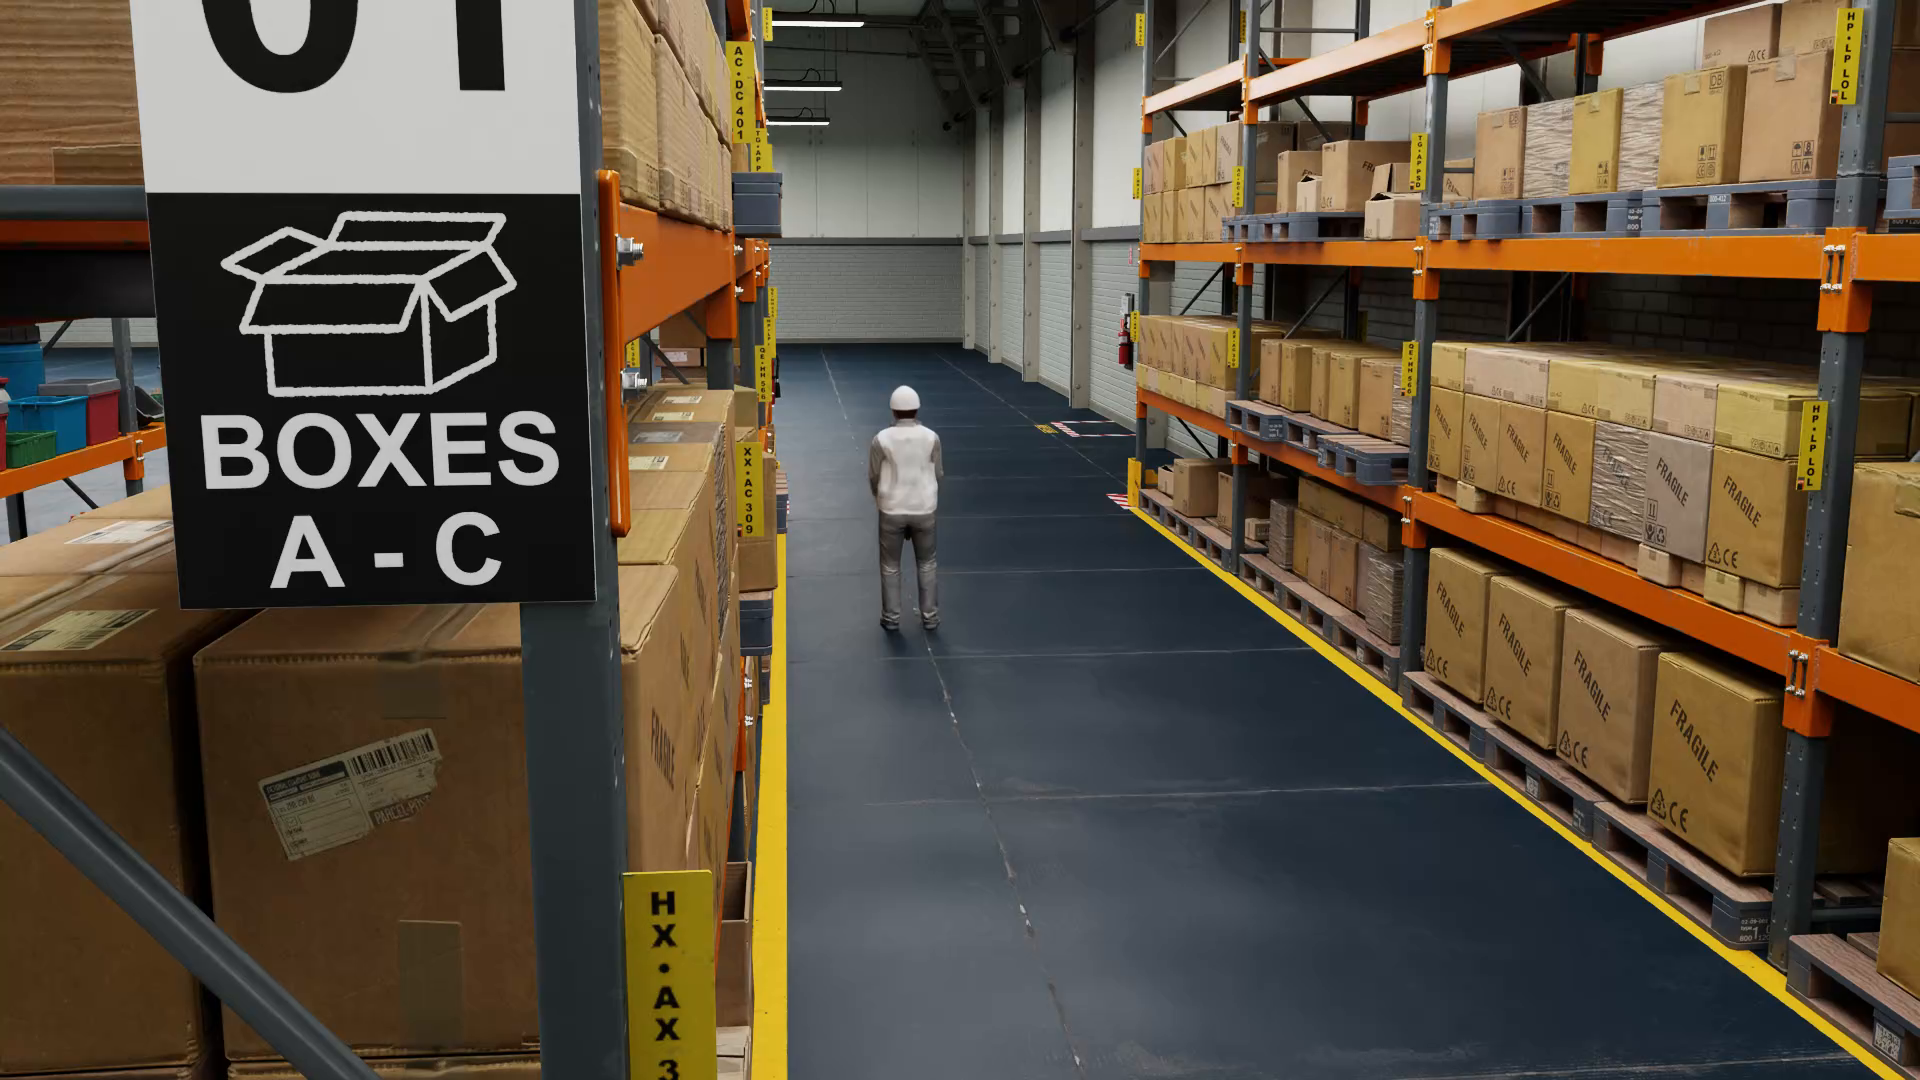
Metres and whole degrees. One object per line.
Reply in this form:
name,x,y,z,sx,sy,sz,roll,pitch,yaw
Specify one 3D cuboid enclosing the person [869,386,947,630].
person,-0.384,-0.230,12.139,0.569,1.772,0.453,-1,10,-8
